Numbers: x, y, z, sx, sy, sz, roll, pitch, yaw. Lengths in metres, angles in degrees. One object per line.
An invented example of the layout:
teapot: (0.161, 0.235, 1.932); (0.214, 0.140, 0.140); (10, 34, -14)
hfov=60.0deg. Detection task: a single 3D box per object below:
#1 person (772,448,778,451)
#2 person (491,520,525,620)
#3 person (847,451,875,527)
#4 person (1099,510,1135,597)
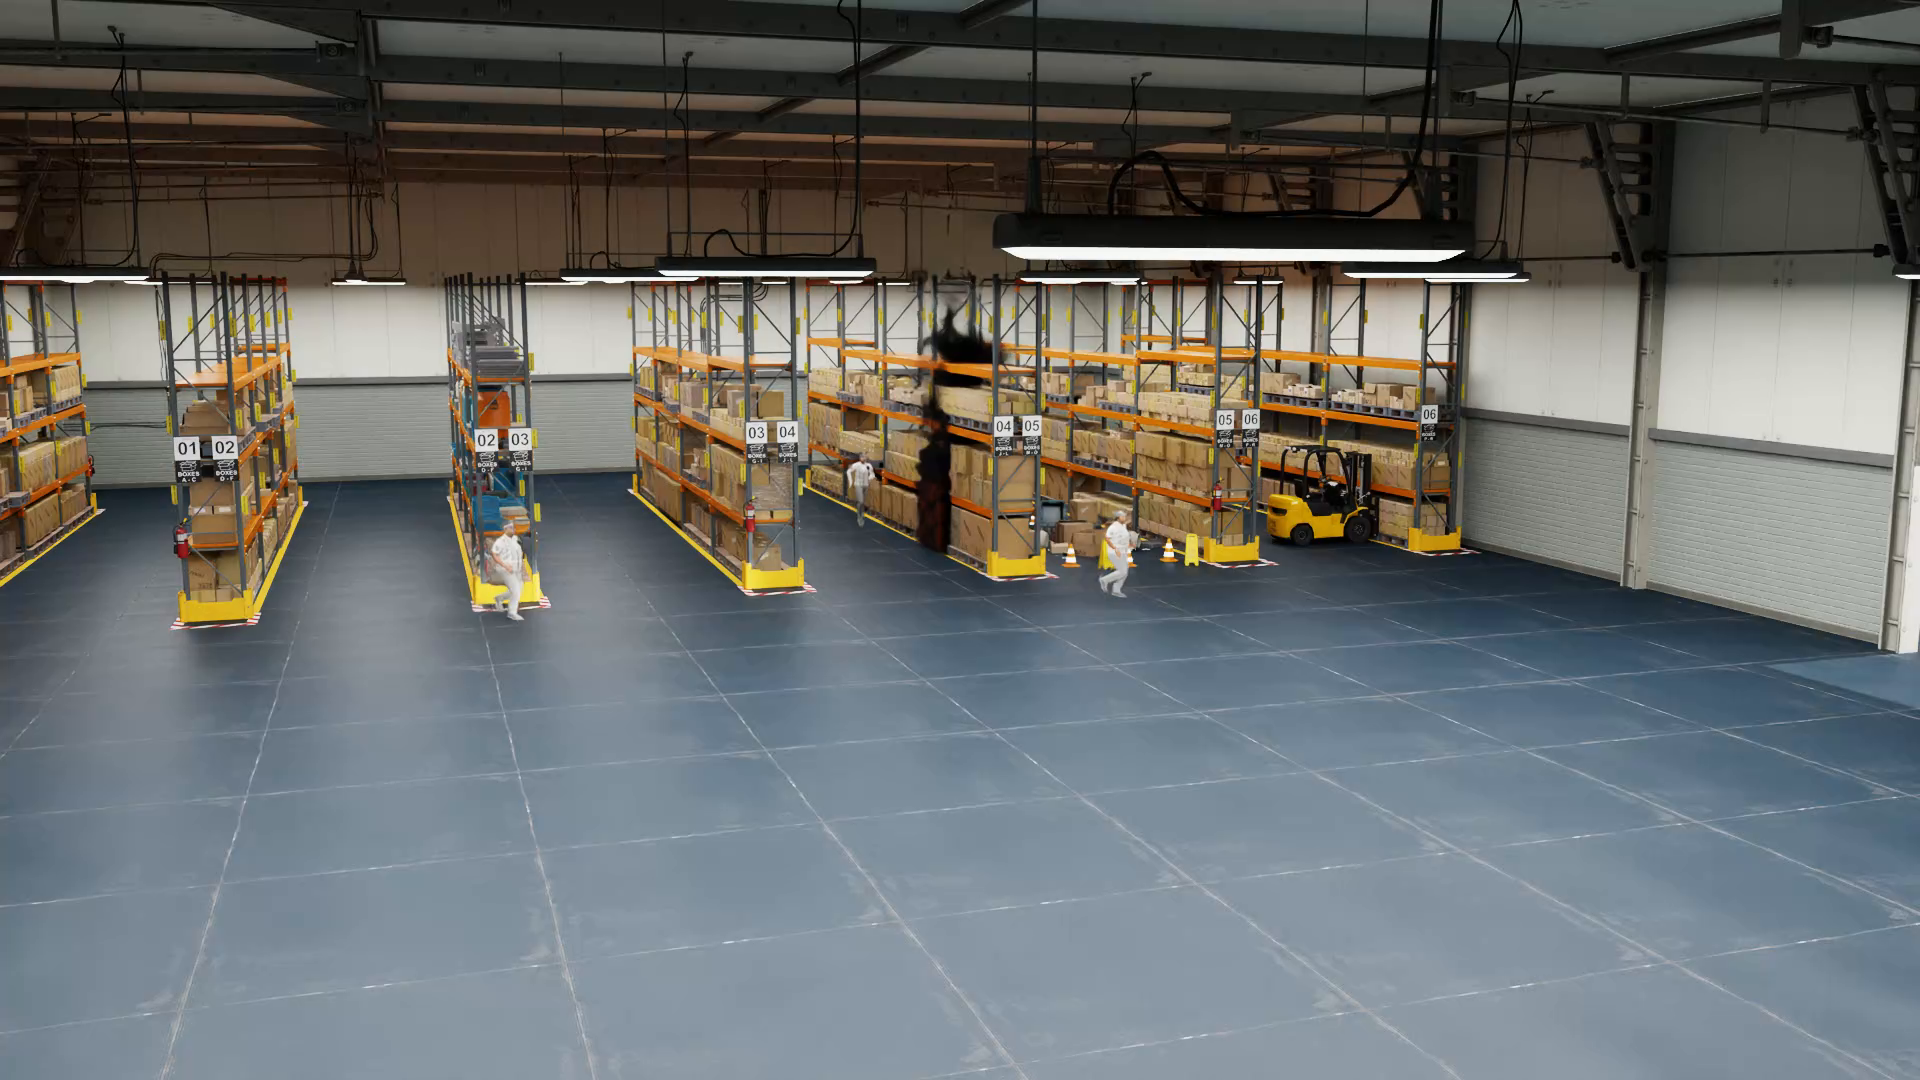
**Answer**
person: (-5.563, -2.269, 47.778); (0.674, 1.657, 0.800); (0, 9, -3)
person: (-7.895, 0.510, 29.056); (0.640, 1.756, 0.693); (3, 9, 20)
person: (-2.276, -1.192, 38.654); (0.555, 1.768, 0.745); (-4, 9, -24)
person: (2.959, 0.259, 31.103); (0.589, 1.628, 0.599); (4, 10, 27)
